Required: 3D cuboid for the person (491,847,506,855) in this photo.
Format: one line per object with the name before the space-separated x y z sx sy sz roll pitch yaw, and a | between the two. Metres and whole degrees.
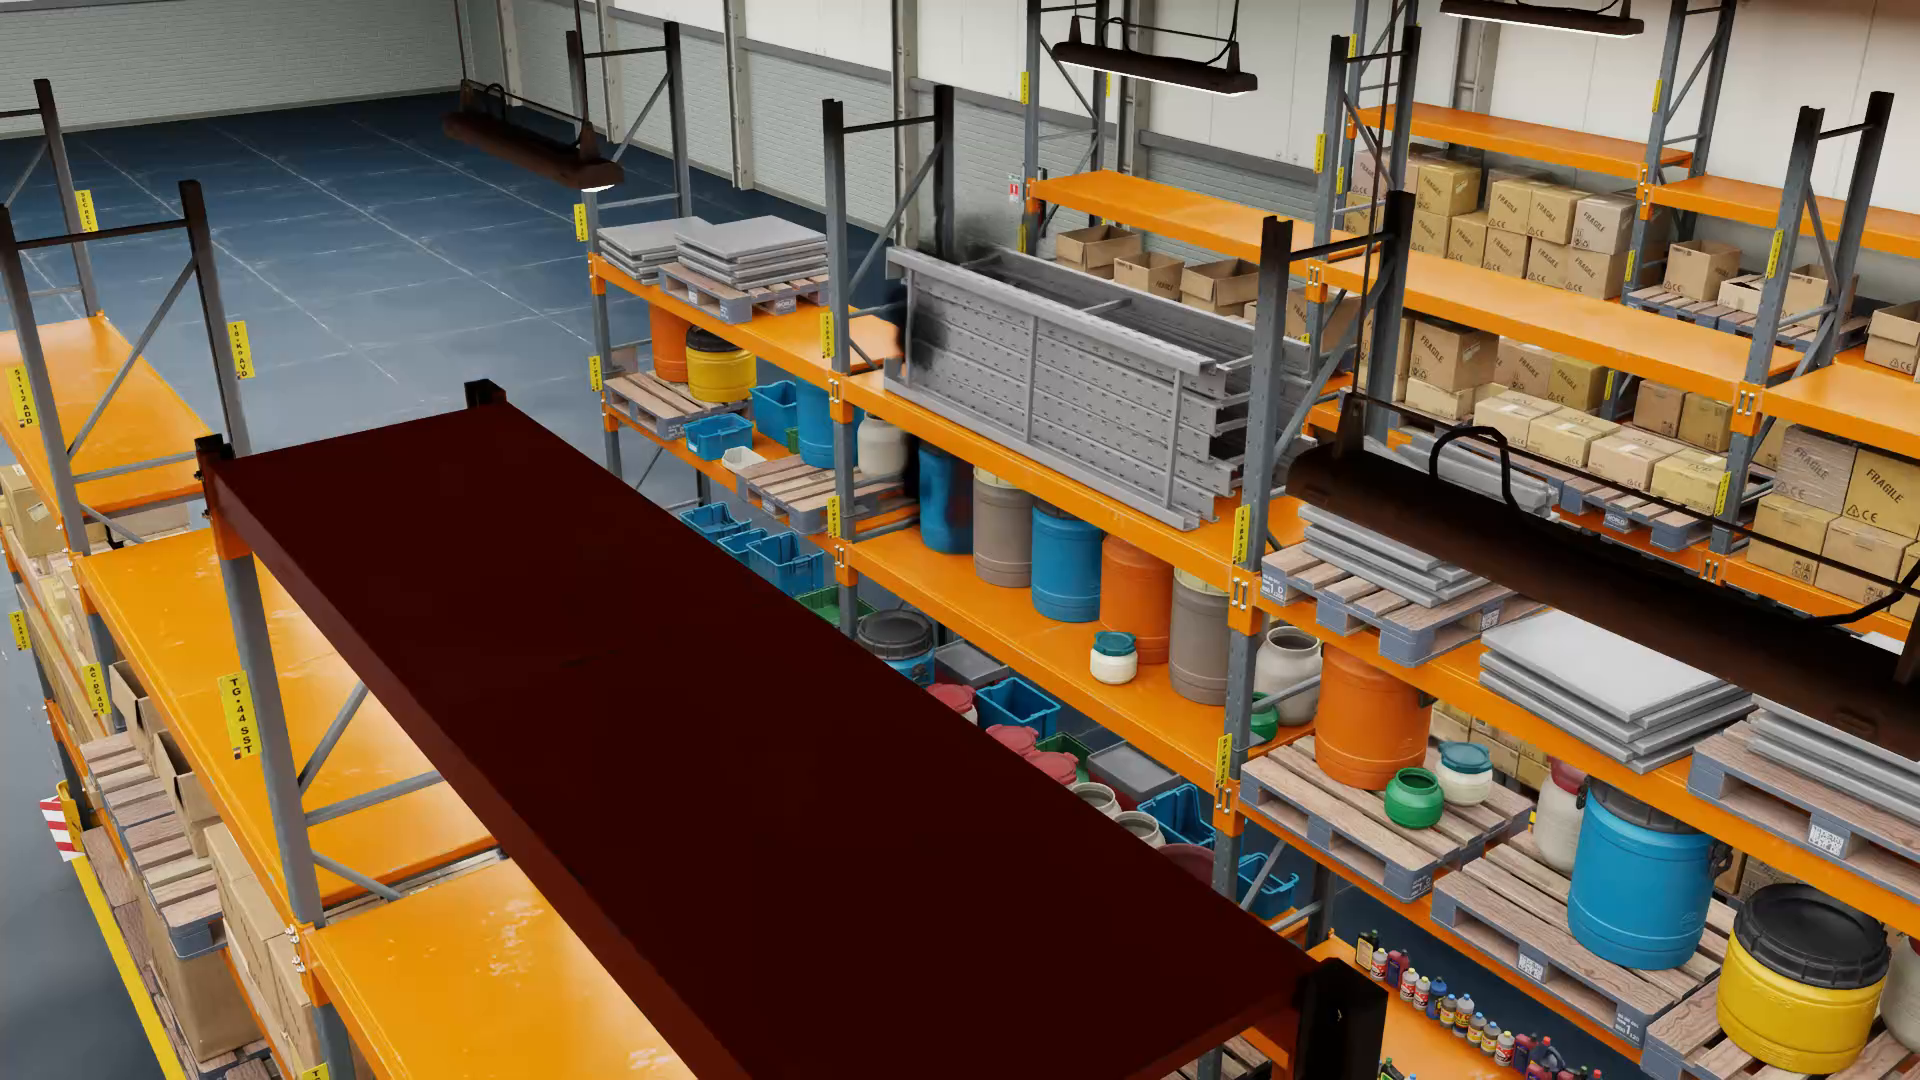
person | -3.365 2.269 11.396 0.736 1.796 0.546 22 33 40
